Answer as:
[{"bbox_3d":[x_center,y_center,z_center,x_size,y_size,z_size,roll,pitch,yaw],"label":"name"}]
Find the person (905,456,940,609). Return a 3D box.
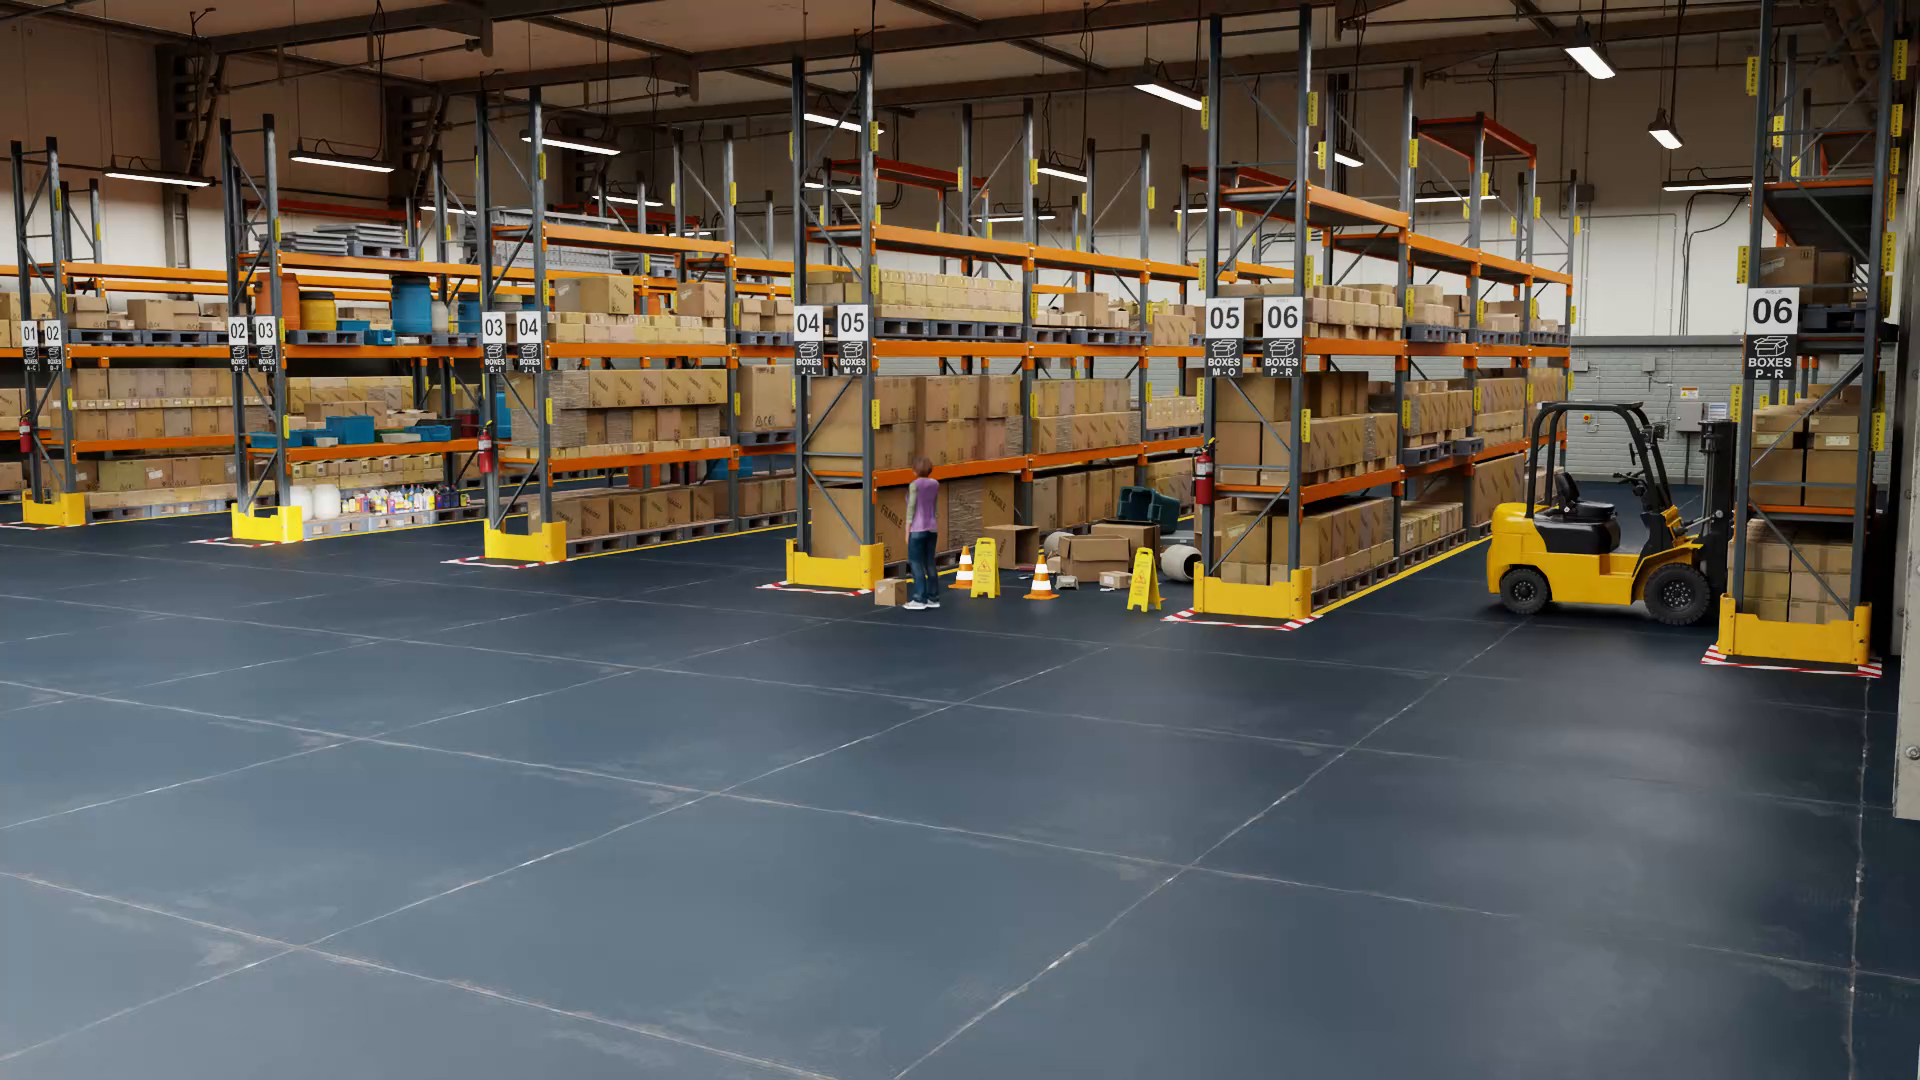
[{"bbox_3d":[-0.403,-0.074,17.257,0.404,1.600,0.307,-6,8,-43],"label":"person"}]
